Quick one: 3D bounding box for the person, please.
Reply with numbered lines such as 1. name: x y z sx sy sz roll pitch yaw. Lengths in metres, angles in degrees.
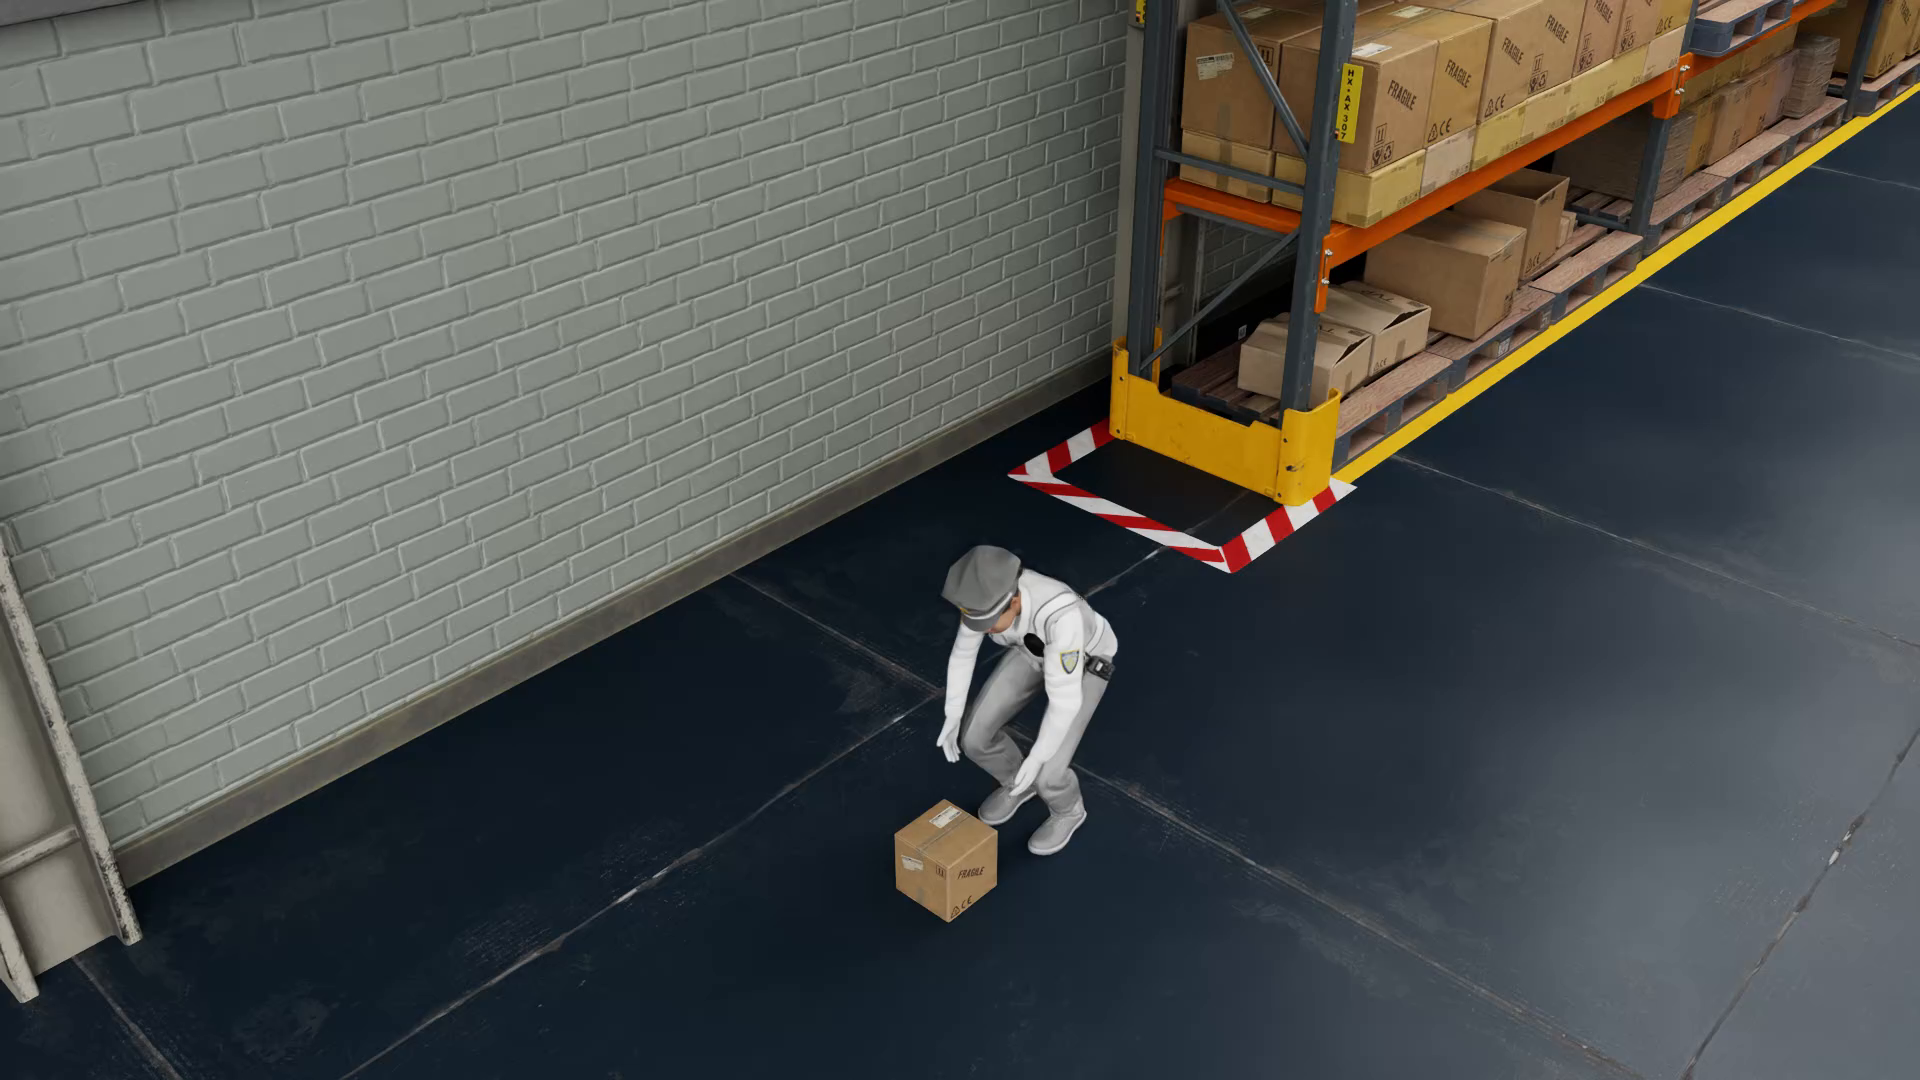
1. person: 0.239 0.518 5.656 0.533 1.288 0.752 25 40 35
